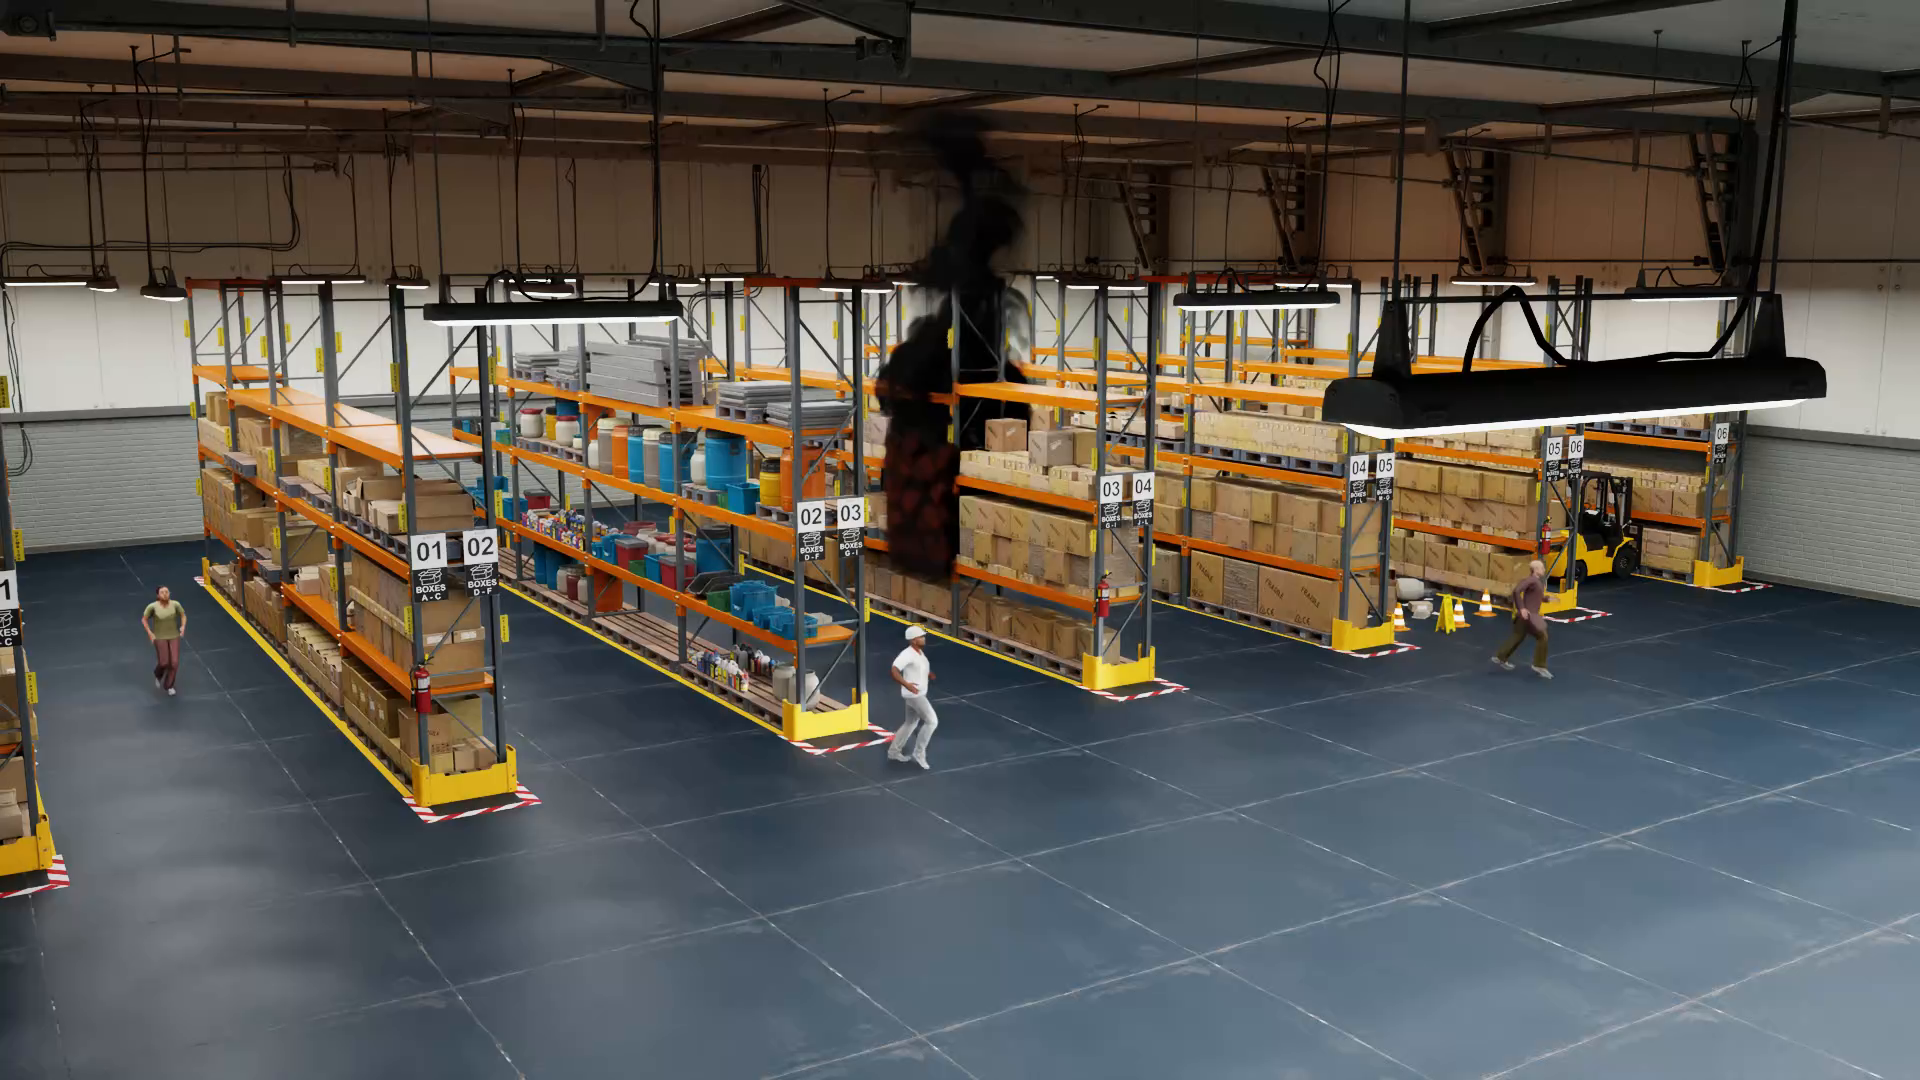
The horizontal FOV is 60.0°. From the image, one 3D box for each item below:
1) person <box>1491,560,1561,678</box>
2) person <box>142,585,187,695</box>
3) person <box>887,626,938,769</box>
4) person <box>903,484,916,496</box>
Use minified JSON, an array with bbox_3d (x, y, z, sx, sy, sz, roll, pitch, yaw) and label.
[{"bbox_3d":[8.717,1.229,25.575,0.977,1.776,0.622,2,10,14],"label":"person"},{"bbox_3d":[-11.675,1.453,24.486,0.594,1.639,0.540,-8,13,-40],"label":"person"},{"bbox_3d":[-0.591,1.987,21.012,0.644,1.825,0.722,1,10,5],"label":"person"},{"bbox_3d":[-1.310,-1.628,42.664,0.590,1.648,0.576,-6,11,-33],"label":"person"}]
